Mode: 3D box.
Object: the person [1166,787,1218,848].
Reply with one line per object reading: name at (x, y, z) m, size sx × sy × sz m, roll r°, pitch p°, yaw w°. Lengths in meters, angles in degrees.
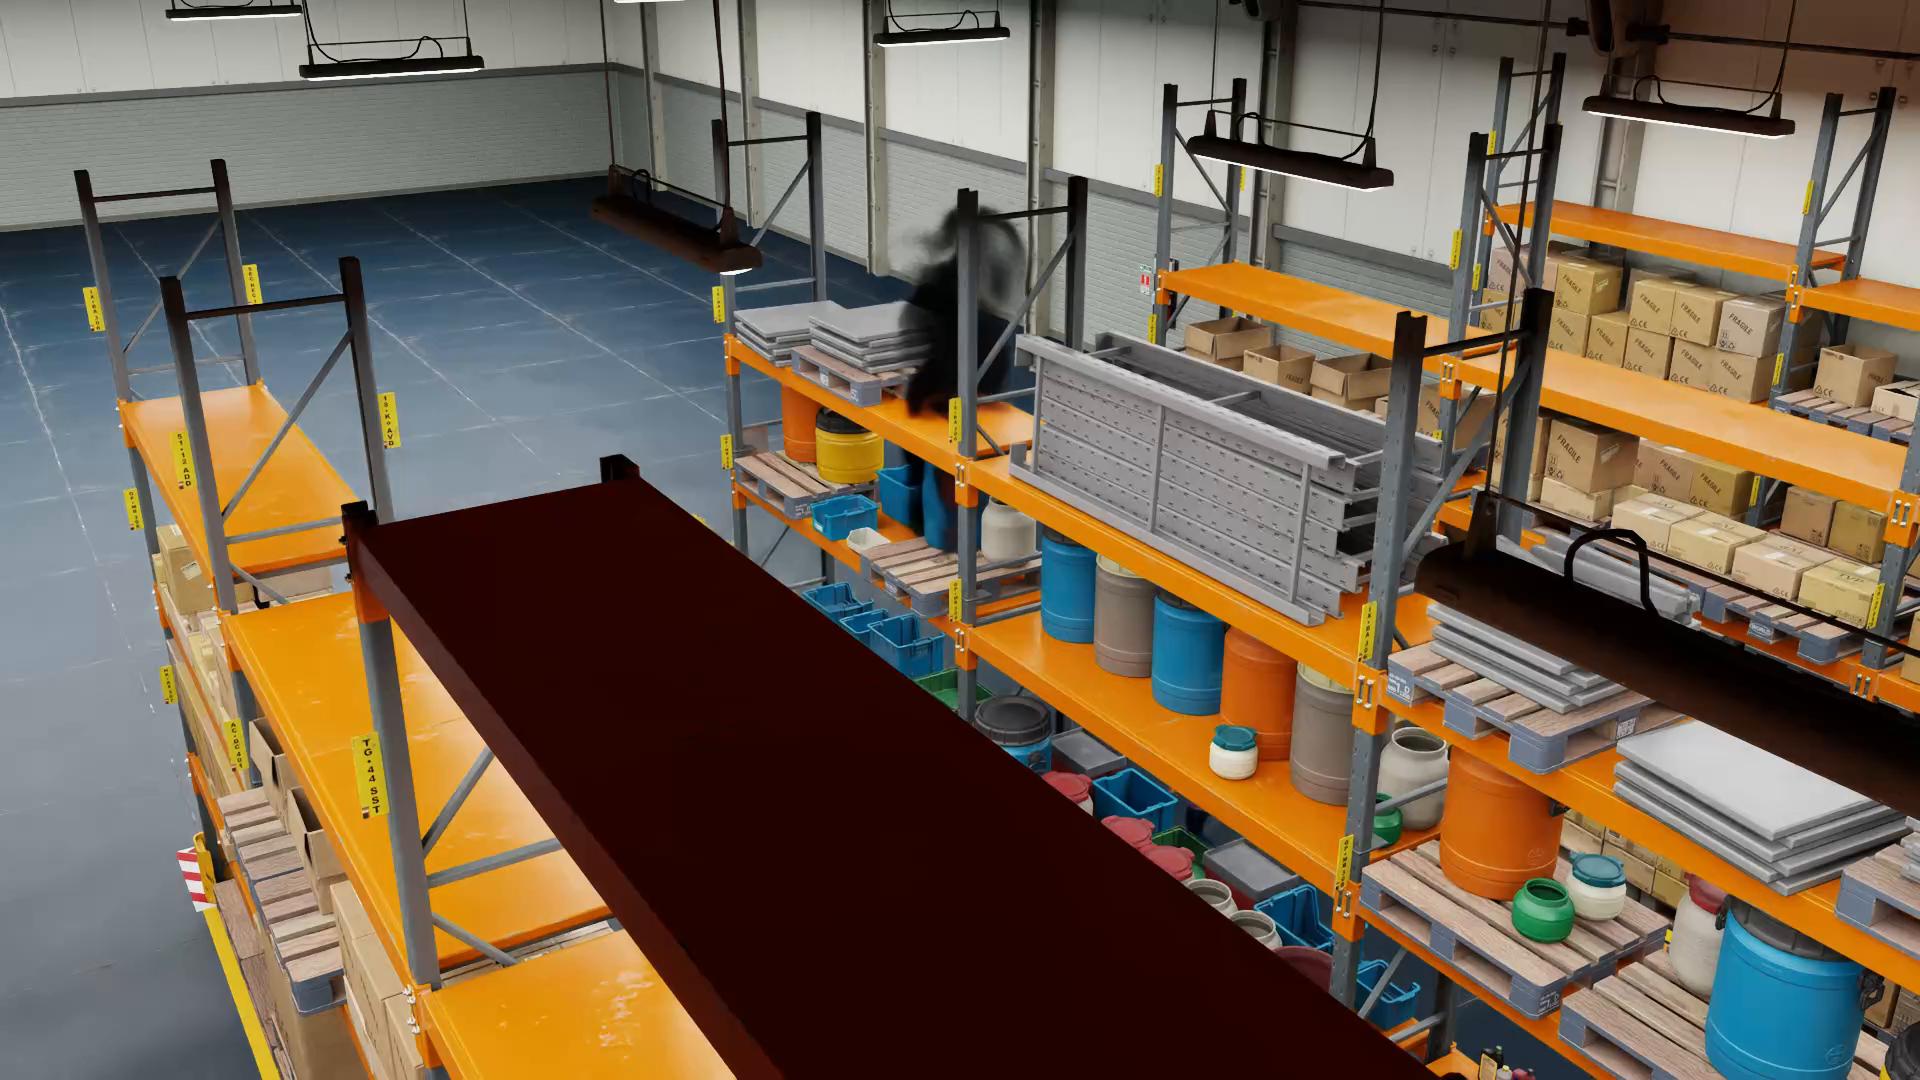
person at (2.102, 2.202, 13.850) m, size 0.524 × 1.561 × 0.681 m, roll -15°, pitch 27°, yaw -33°
